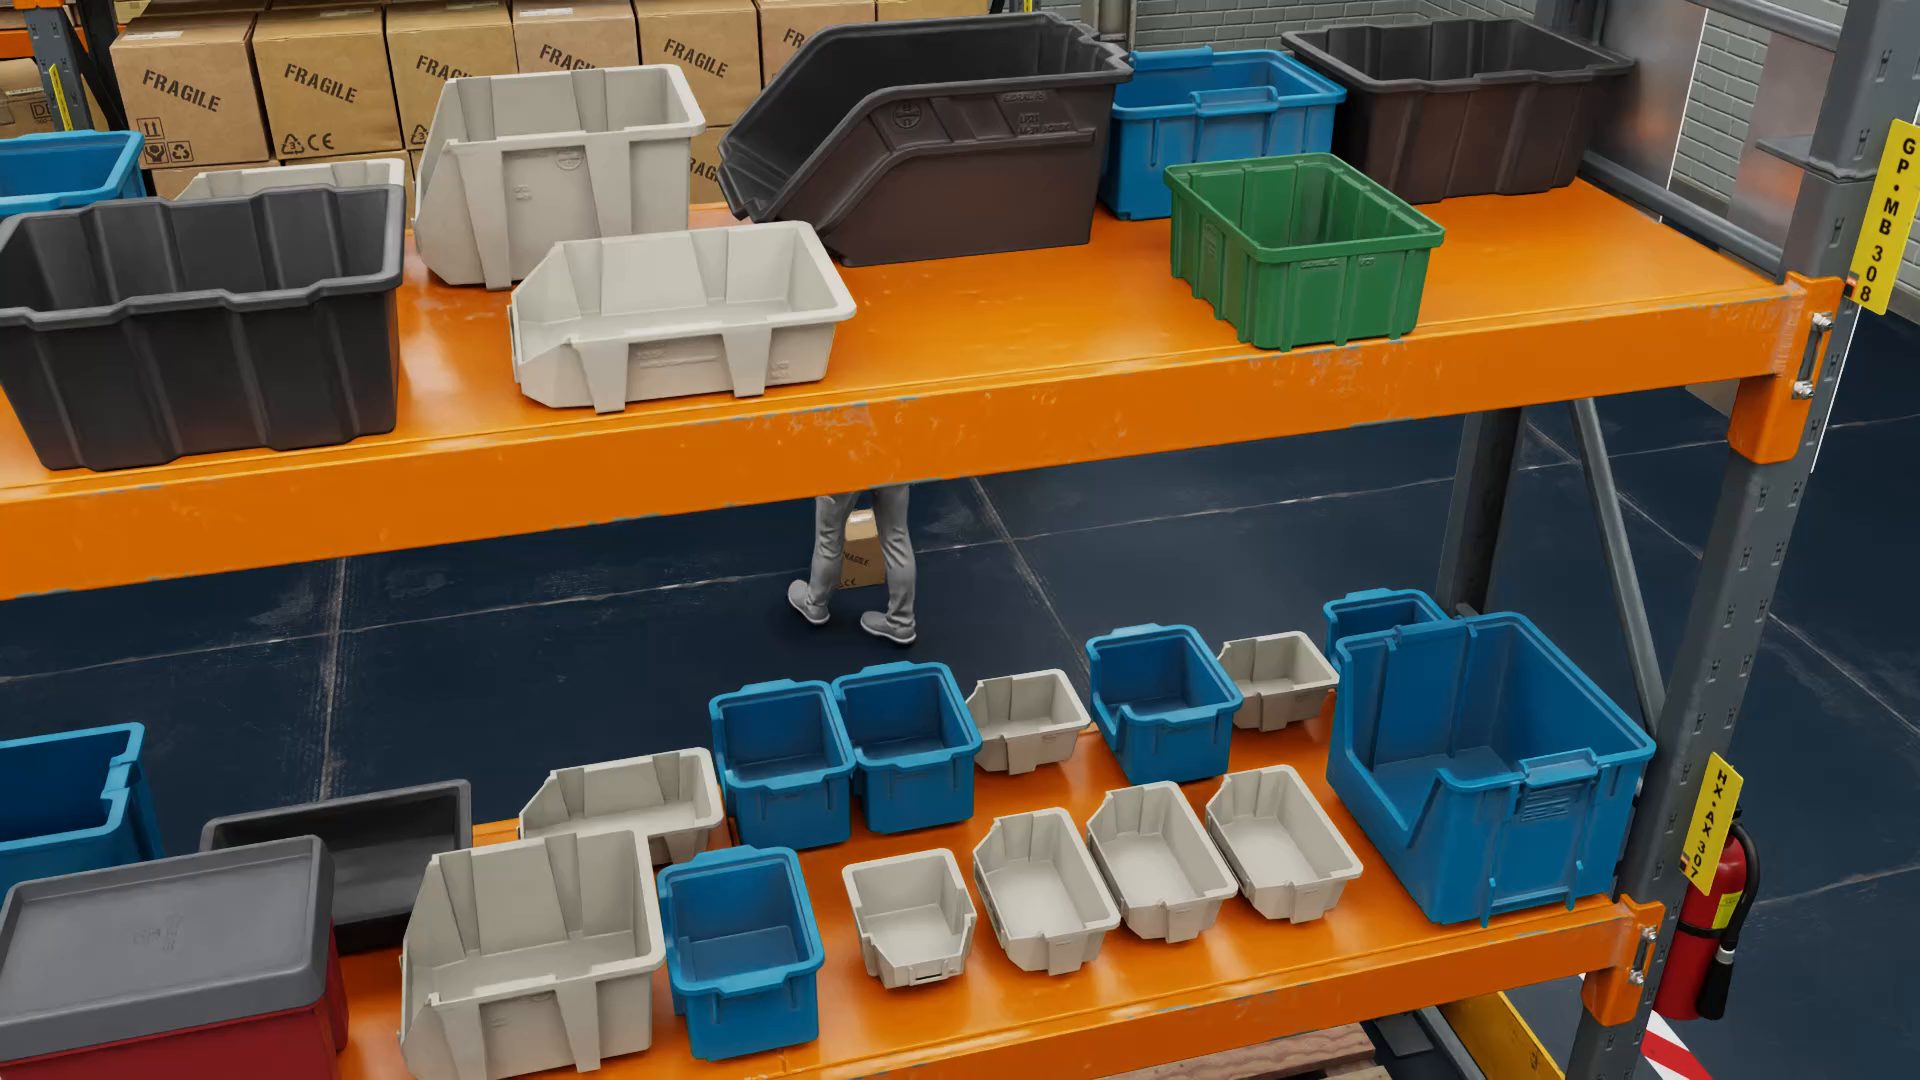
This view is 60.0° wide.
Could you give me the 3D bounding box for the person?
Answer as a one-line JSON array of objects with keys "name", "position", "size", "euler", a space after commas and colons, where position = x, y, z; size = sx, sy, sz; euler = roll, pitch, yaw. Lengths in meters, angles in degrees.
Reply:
[{"name": "person", "position": [-0.428, -0.380, 6.754], "size": [0.502, 1.671, 0.589], "euler": [-16, 34, -25]}]
